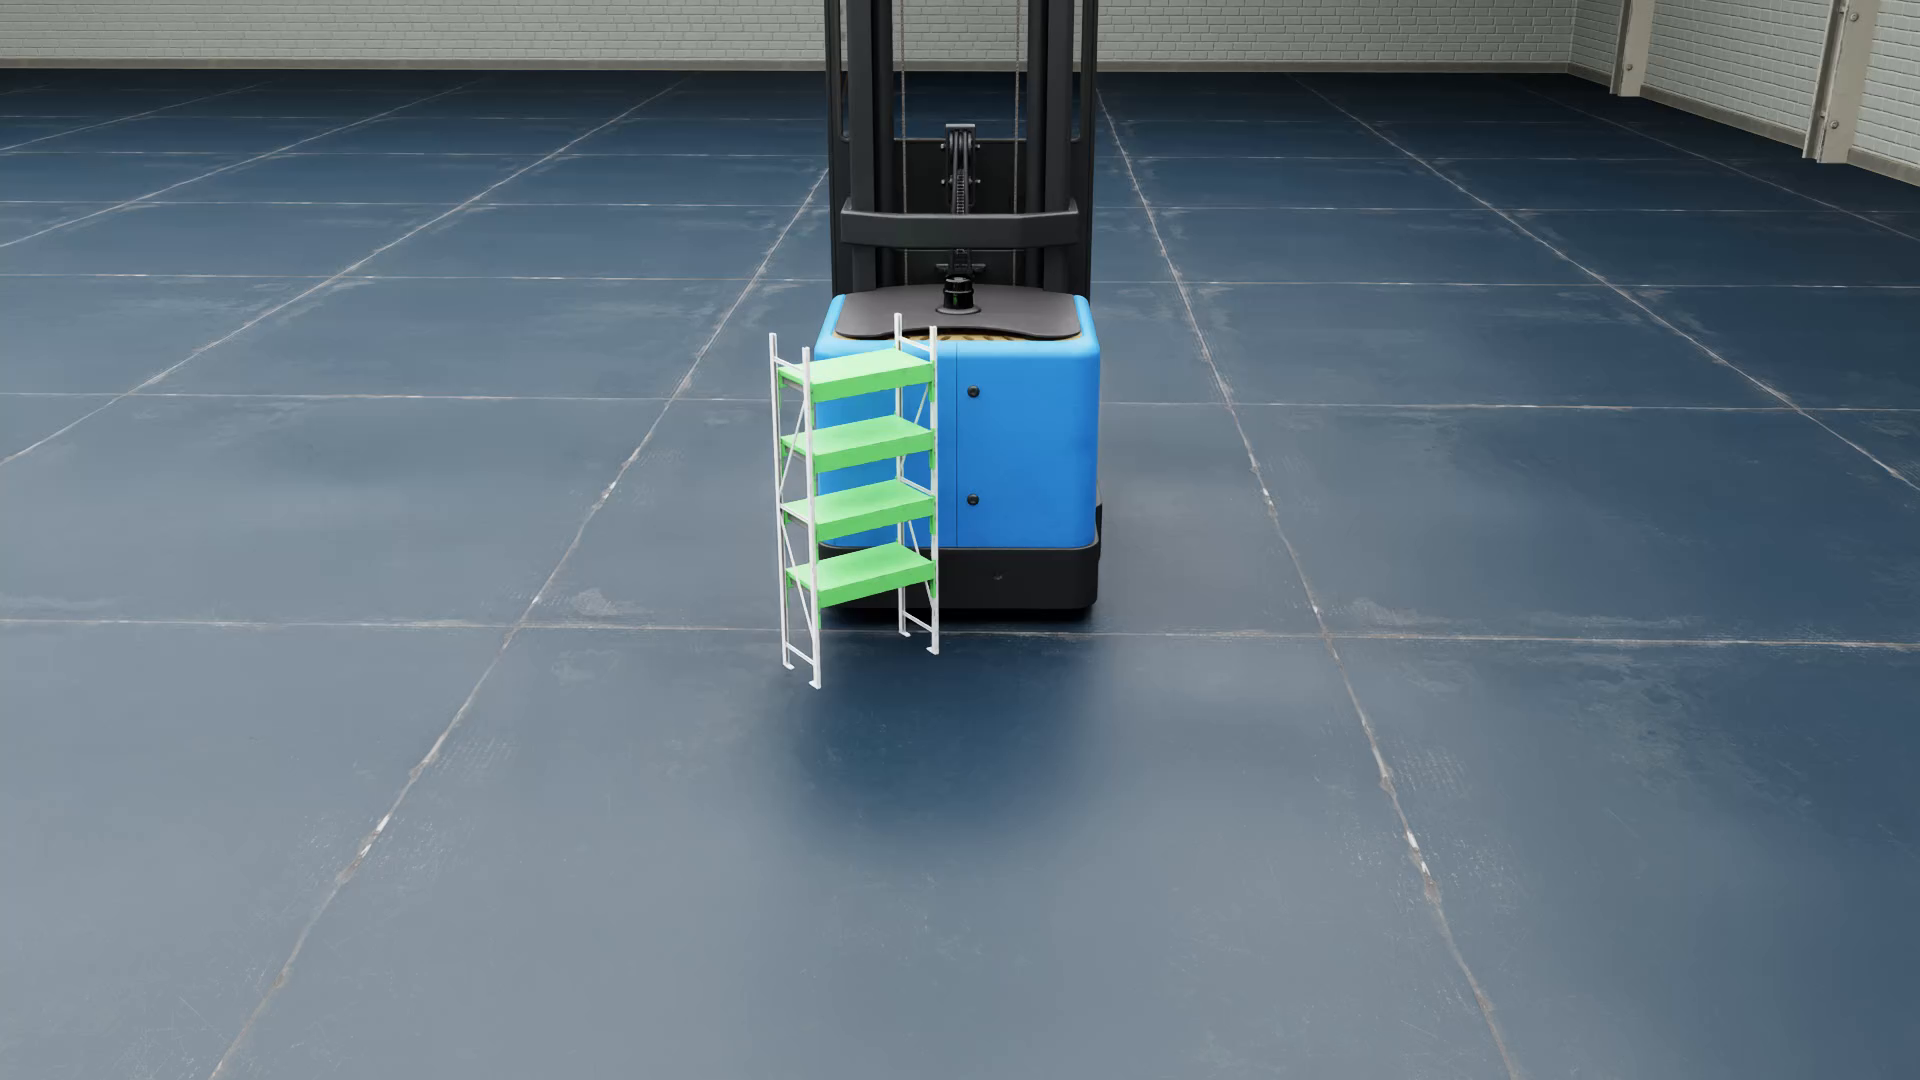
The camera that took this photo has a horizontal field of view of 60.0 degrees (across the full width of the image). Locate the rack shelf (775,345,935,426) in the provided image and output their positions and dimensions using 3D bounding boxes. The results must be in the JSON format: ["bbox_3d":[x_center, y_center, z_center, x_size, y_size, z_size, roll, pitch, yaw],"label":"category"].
[{"bbox_3d":[-0.352,-0.522,5.566,0.480,0.148,0.258,-14,25,-32],"label":"rack shelf"}]

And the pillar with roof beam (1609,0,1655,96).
[{"bbox_3d":[4.776,-10.316,21.177,9.100,9.000,0.400,1,21,2],"label":"pillar with roof beam"}]

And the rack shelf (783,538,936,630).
[{"bbox_3d":[-0.352,0.149,5.827,0.480,0.148,0.258,-14,25,-32],"label":"rack shelf"}]

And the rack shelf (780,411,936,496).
[{"bbox_3d":[-0.352,-0.299,5.653,0.480,0.148,0.258,-14,25,-32],"label":"rack shelf"}]

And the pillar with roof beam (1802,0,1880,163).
[{"bbox_3d":[4.593,-8.147,15.586,9.100,9.000,0.400,1,21,2],"label":"pillar with roof beam"}]

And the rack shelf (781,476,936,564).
[{"bbox_3d":[-0.352,-0.075,5.740,0.480,0.148,0.258,-14,25,-32],"label":"rack shelf"}]

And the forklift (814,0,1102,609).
[{"bbox_3d":[0.008,-1.592,7.079,1.130,2.935,3.031,0,21,1],"label":"forklift"}]

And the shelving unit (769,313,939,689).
[{"bbox_3d":[-0.352,-0.134,5.717,0.503,1.200,0.258,-14,25,-32],"label":"shelving unit"}]

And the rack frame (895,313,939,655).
[{"bbox_3d":[-0.151,-0.185,5.846,0.015,1.200,0.240,-14,25,-32],"label":"rack frame"}]

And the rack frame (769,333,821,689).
[{"bbox_3d":[-0.552,-0.084,5.587,0.015,1.200,0.240,-14,25,-32],"label":"rack frame"}]
